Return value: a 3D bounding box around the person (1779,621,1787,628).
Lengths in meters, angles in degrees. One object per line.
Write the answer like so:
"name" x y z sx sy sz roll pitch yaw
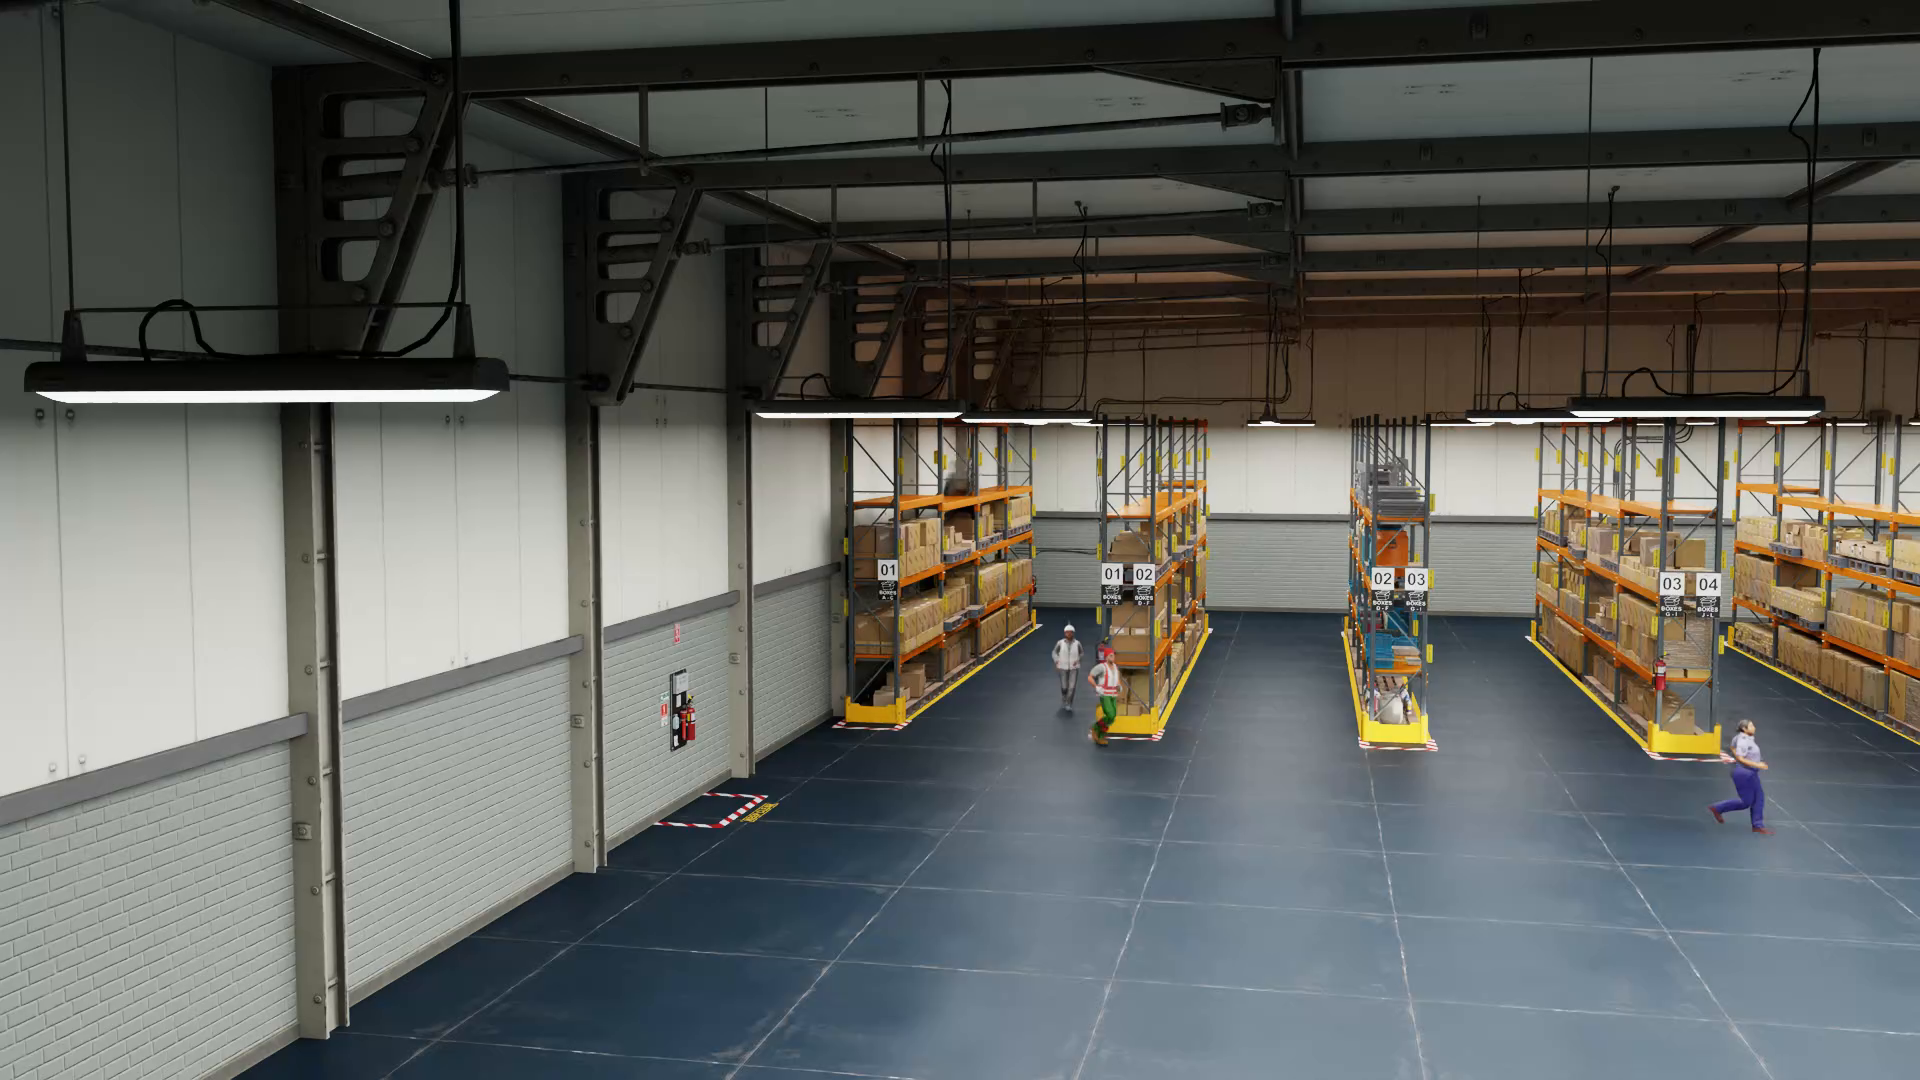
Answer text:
"person" 22.125 1.980 44.743 0.621 1.517 0.485 -2 4 -23

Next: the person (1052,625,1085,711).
"person" 2.217 2.601 33.935 0.671 1.728 0.597 0 4 1

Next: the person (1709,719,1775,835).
"person" 11.098 3.343 23.556 0.849 1.639 0.607 2 4 29

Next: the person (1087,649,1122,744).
"person" 2.702 2.837 30.165 0.692 1.735 0.519 -3 5 -39
